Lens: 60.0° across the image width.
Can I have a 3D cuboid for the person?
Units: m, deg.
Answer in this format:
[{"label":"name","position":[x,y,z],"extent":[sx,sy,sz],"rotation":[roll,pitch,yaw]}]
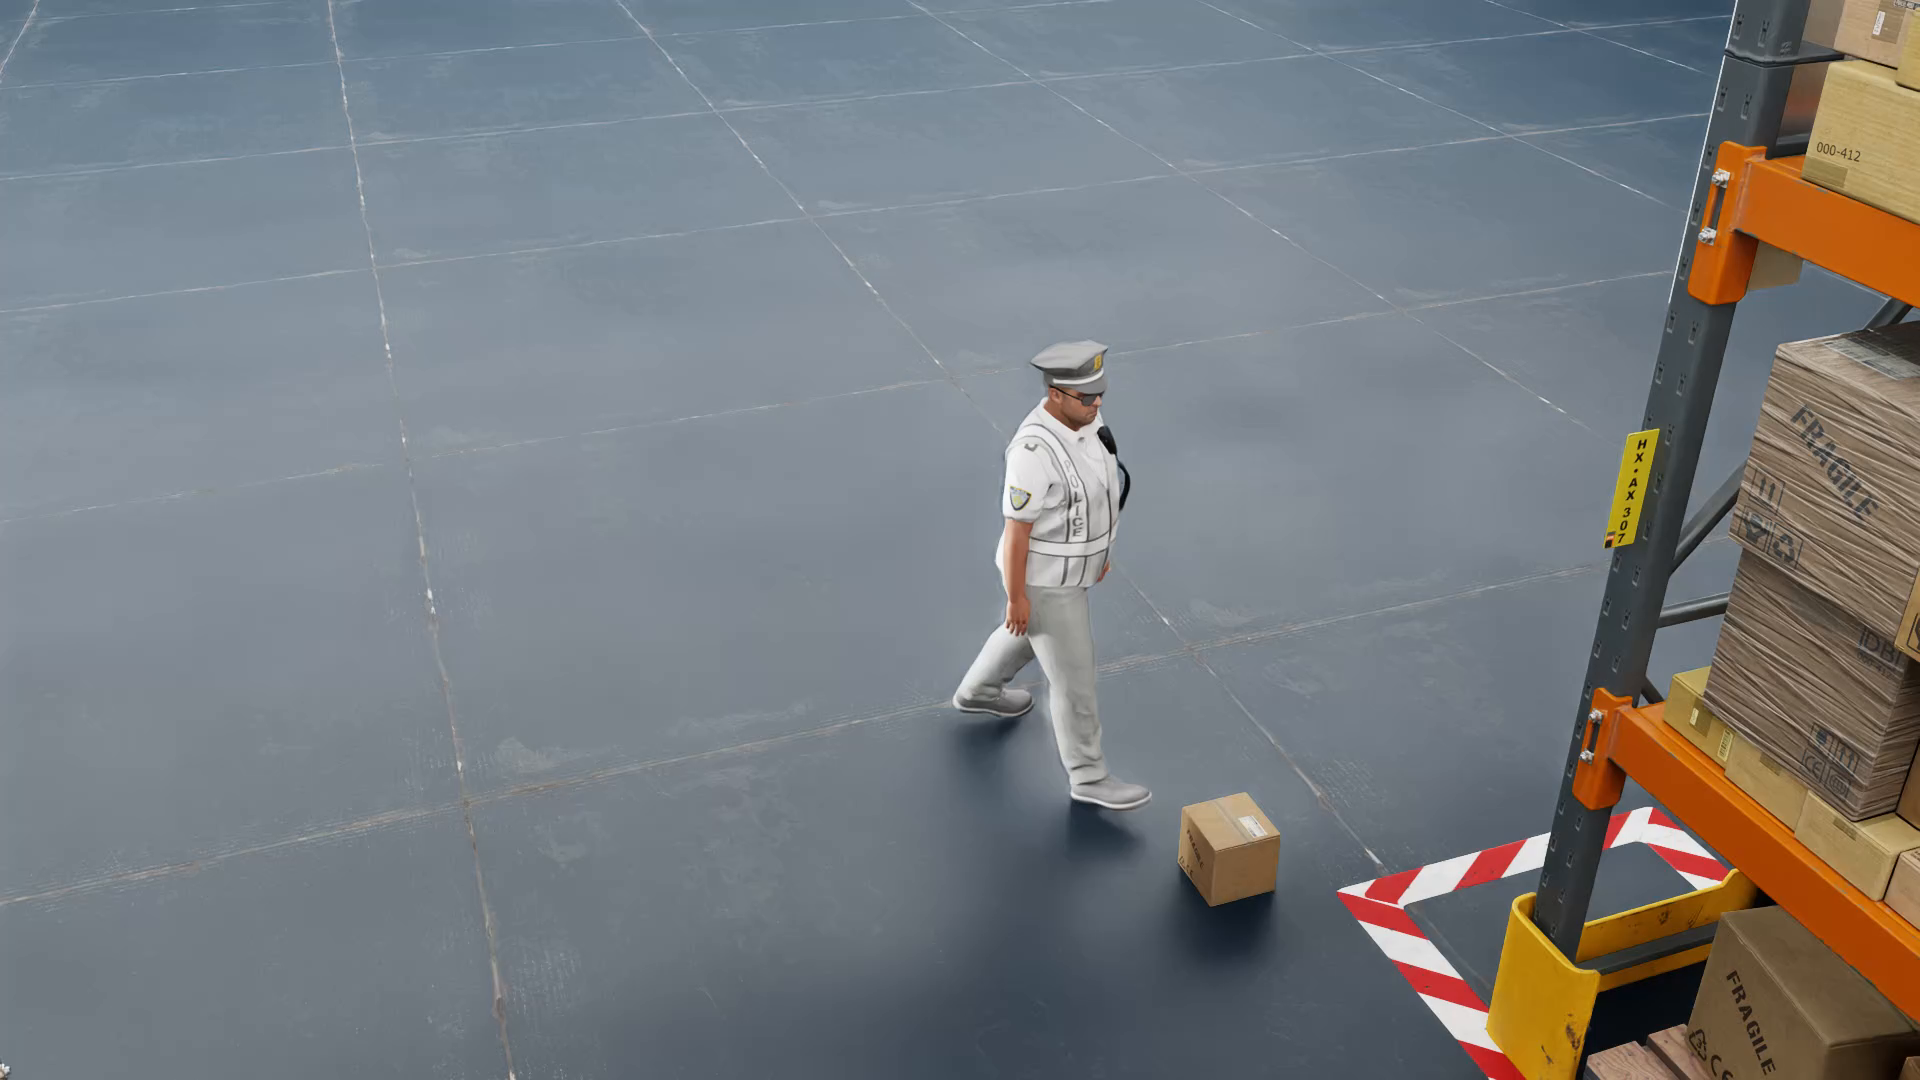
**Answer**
[{"label":"person","position":[0.363,0.085,5.971],"extent":[0.920,1.723,0.560],"rotation":[13,32,21]}]
